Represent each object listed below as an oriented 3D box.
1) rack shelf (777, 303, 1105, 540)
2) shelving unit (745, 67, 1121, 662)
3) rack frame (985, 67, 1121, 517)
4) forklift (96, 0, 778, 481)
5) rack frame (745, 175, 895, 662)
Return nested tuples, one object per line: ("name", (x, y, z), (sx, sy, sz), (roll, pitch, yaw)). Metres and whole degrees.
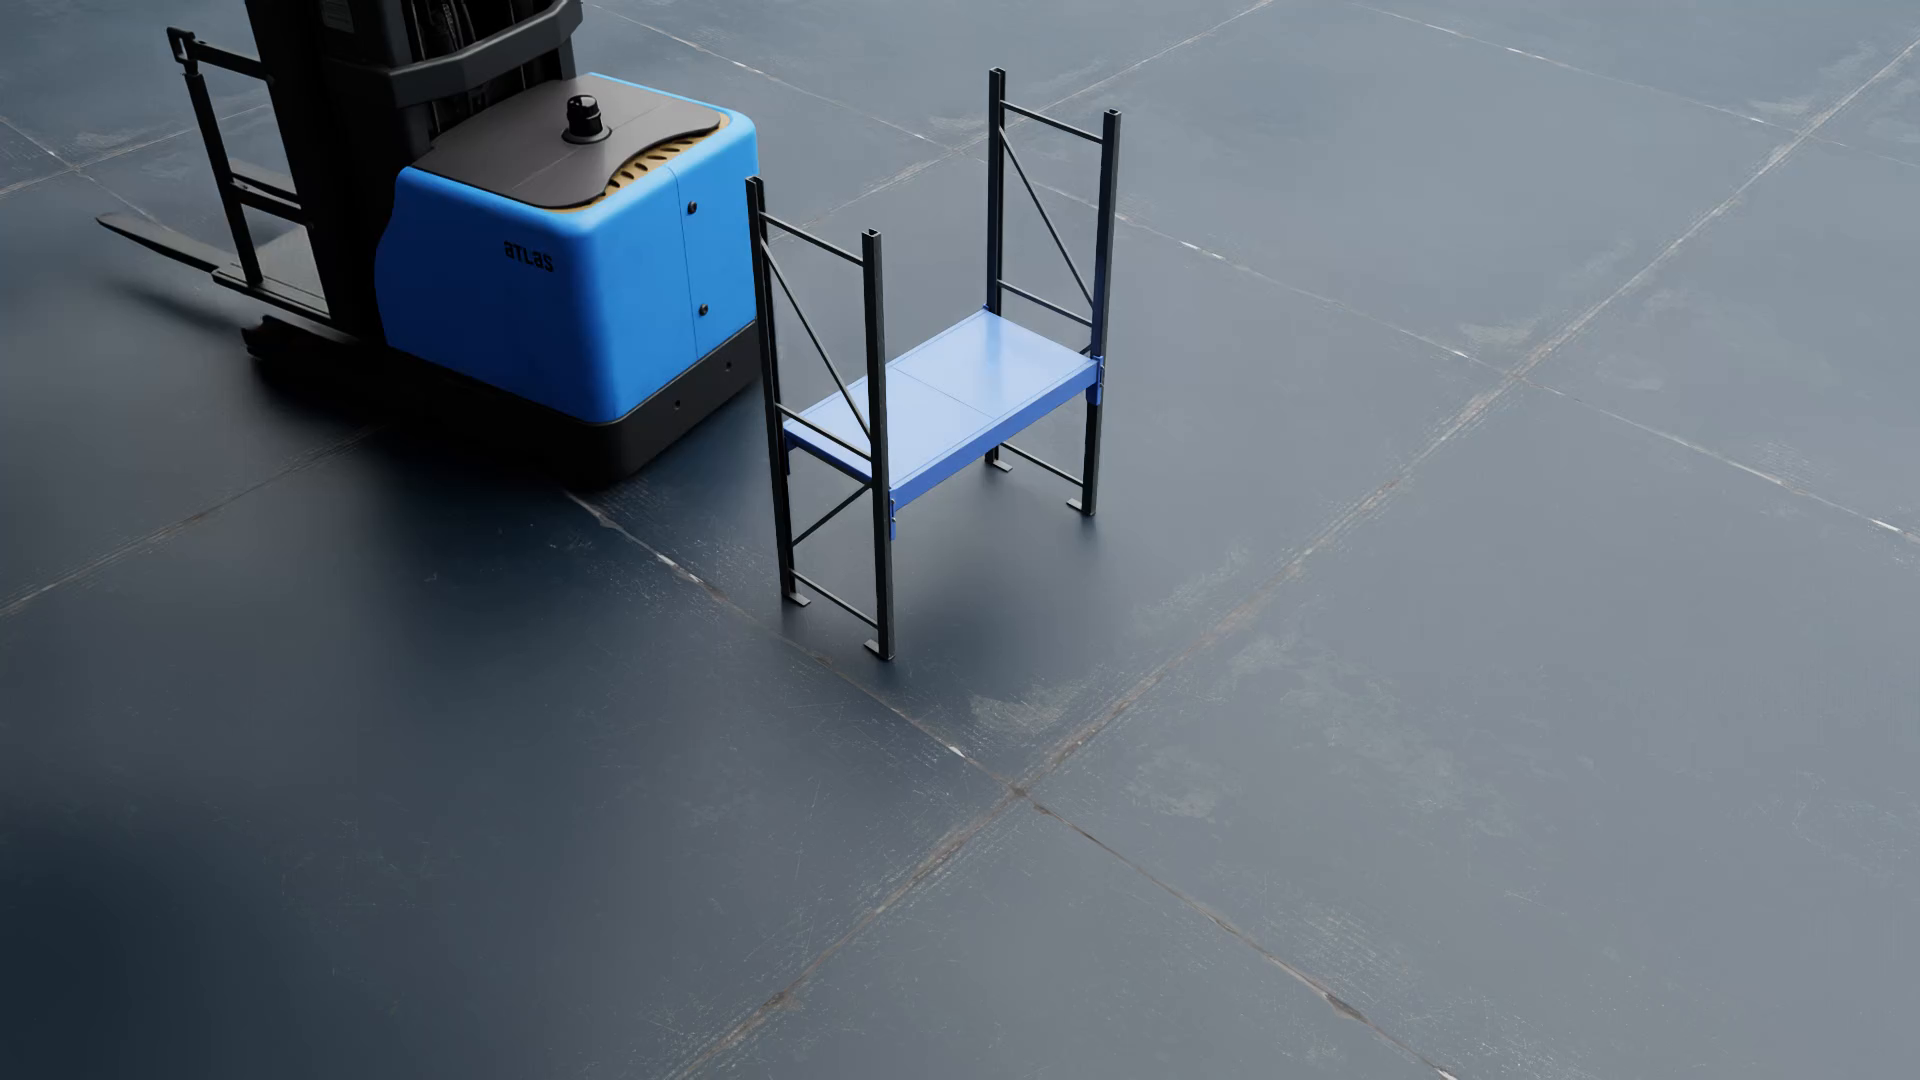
("rack shelf", (-0.058, -0.407, 5.346), (0.538, 0.185, 1.000), (30, 47, 32))
("shelving unit", (-0.058, -0.548, 5.234), (0.538, 1.500, 1.048), (30, 47, 32))
("rack frame", (0.285, -0.781, 5.528), (0.500, 1.500, 0.032), (30, 47, 32))
("forklift", (-2.242, -2.043, 5.964), (3.031, 2.935, 1.130), (21, 43, 24))
("rack frame", (-0.400, -0.314, 4.940), (0.500, 1.500, 0.032), (30, 47, 32))
